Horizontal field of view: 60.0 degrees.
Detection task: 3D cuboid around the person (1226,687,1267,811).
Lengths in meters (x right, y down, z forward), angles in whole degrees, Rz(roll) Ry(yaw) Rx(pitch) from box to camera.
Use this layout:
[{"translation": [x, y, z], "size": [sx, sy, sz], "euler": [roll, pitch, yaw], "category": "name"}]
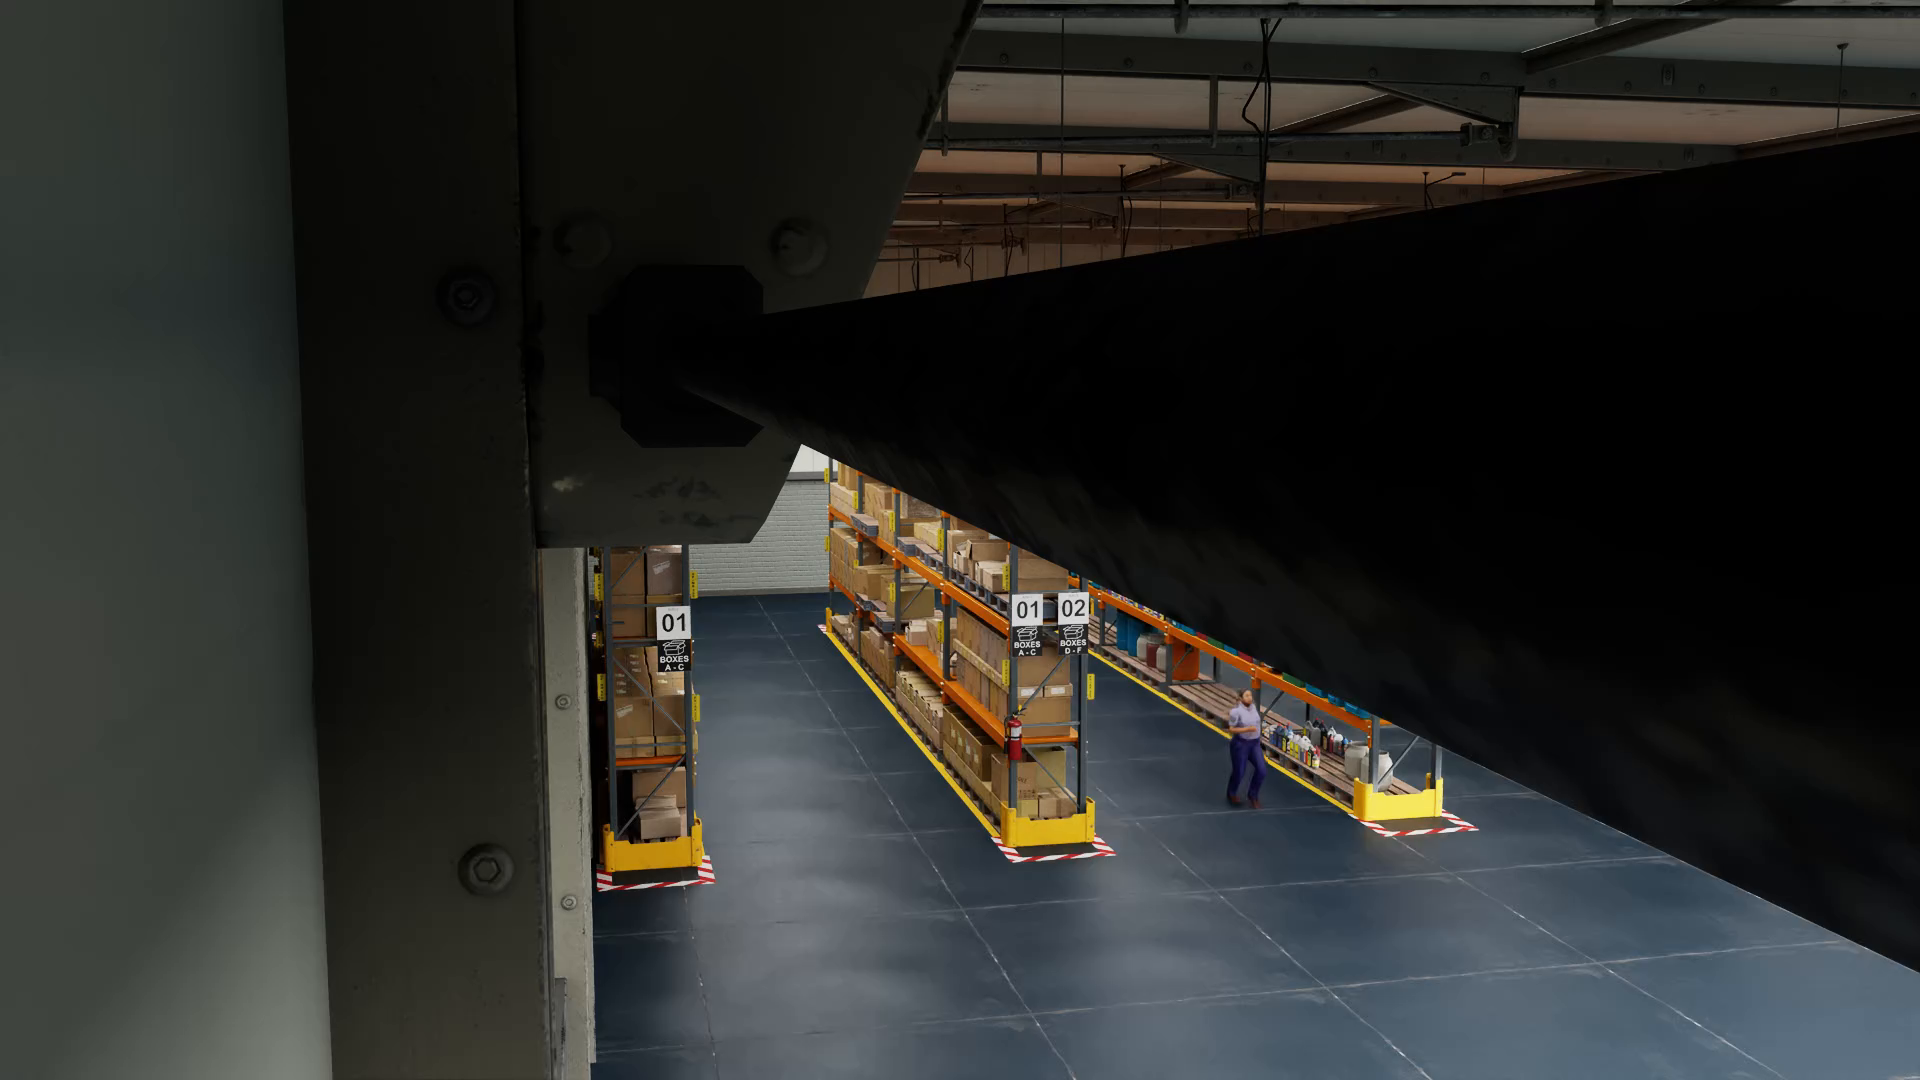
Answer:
[{"translation": [3.902, 2.847, 22.630], "size": [0.582, 1.695, 0.680], "euler": [-3, 7, -24], "category": "person"}]
